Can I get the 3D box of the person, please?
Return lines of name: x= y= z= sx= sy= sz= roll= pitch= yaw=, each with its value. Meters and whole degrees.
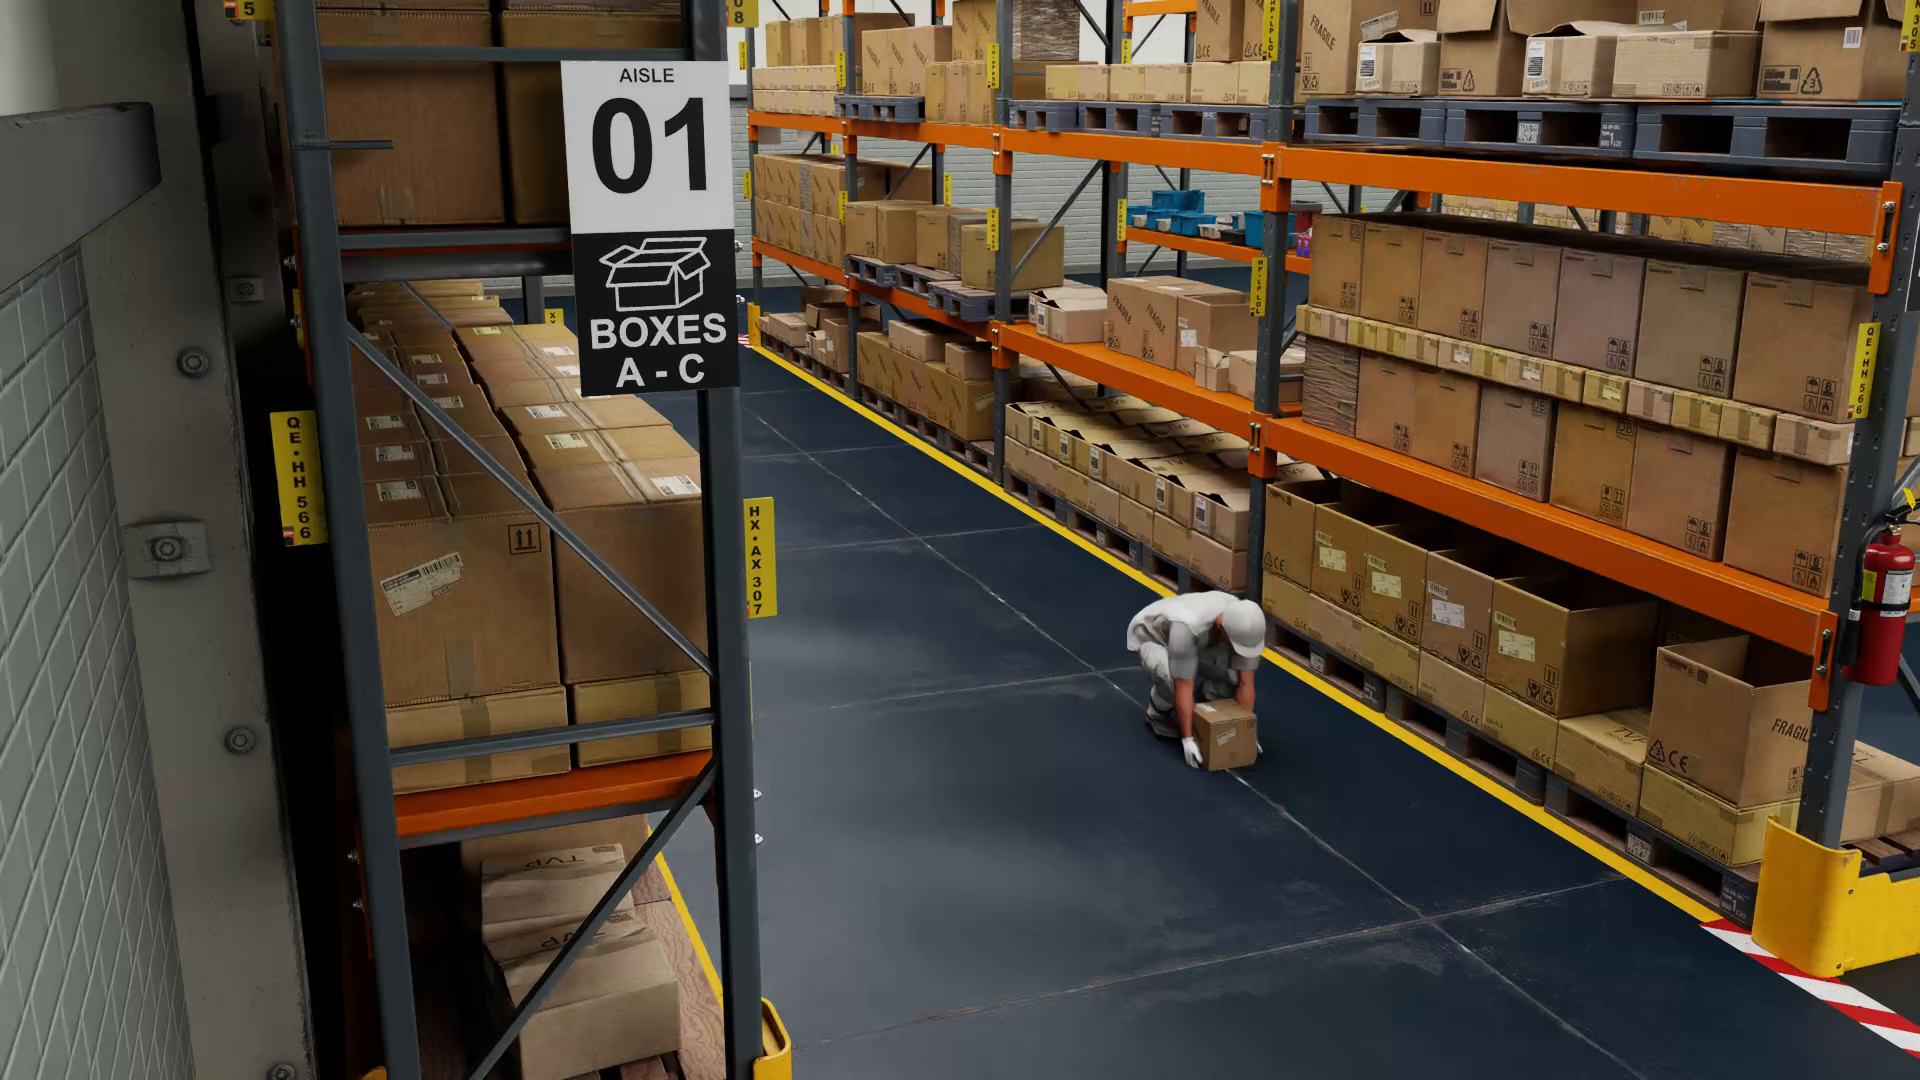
person: x=1.177 y=0.624 z=8.195 sx=0.535 sy=0.876 sz=0.910 roll=-6 pitch=16 yaw=-20
